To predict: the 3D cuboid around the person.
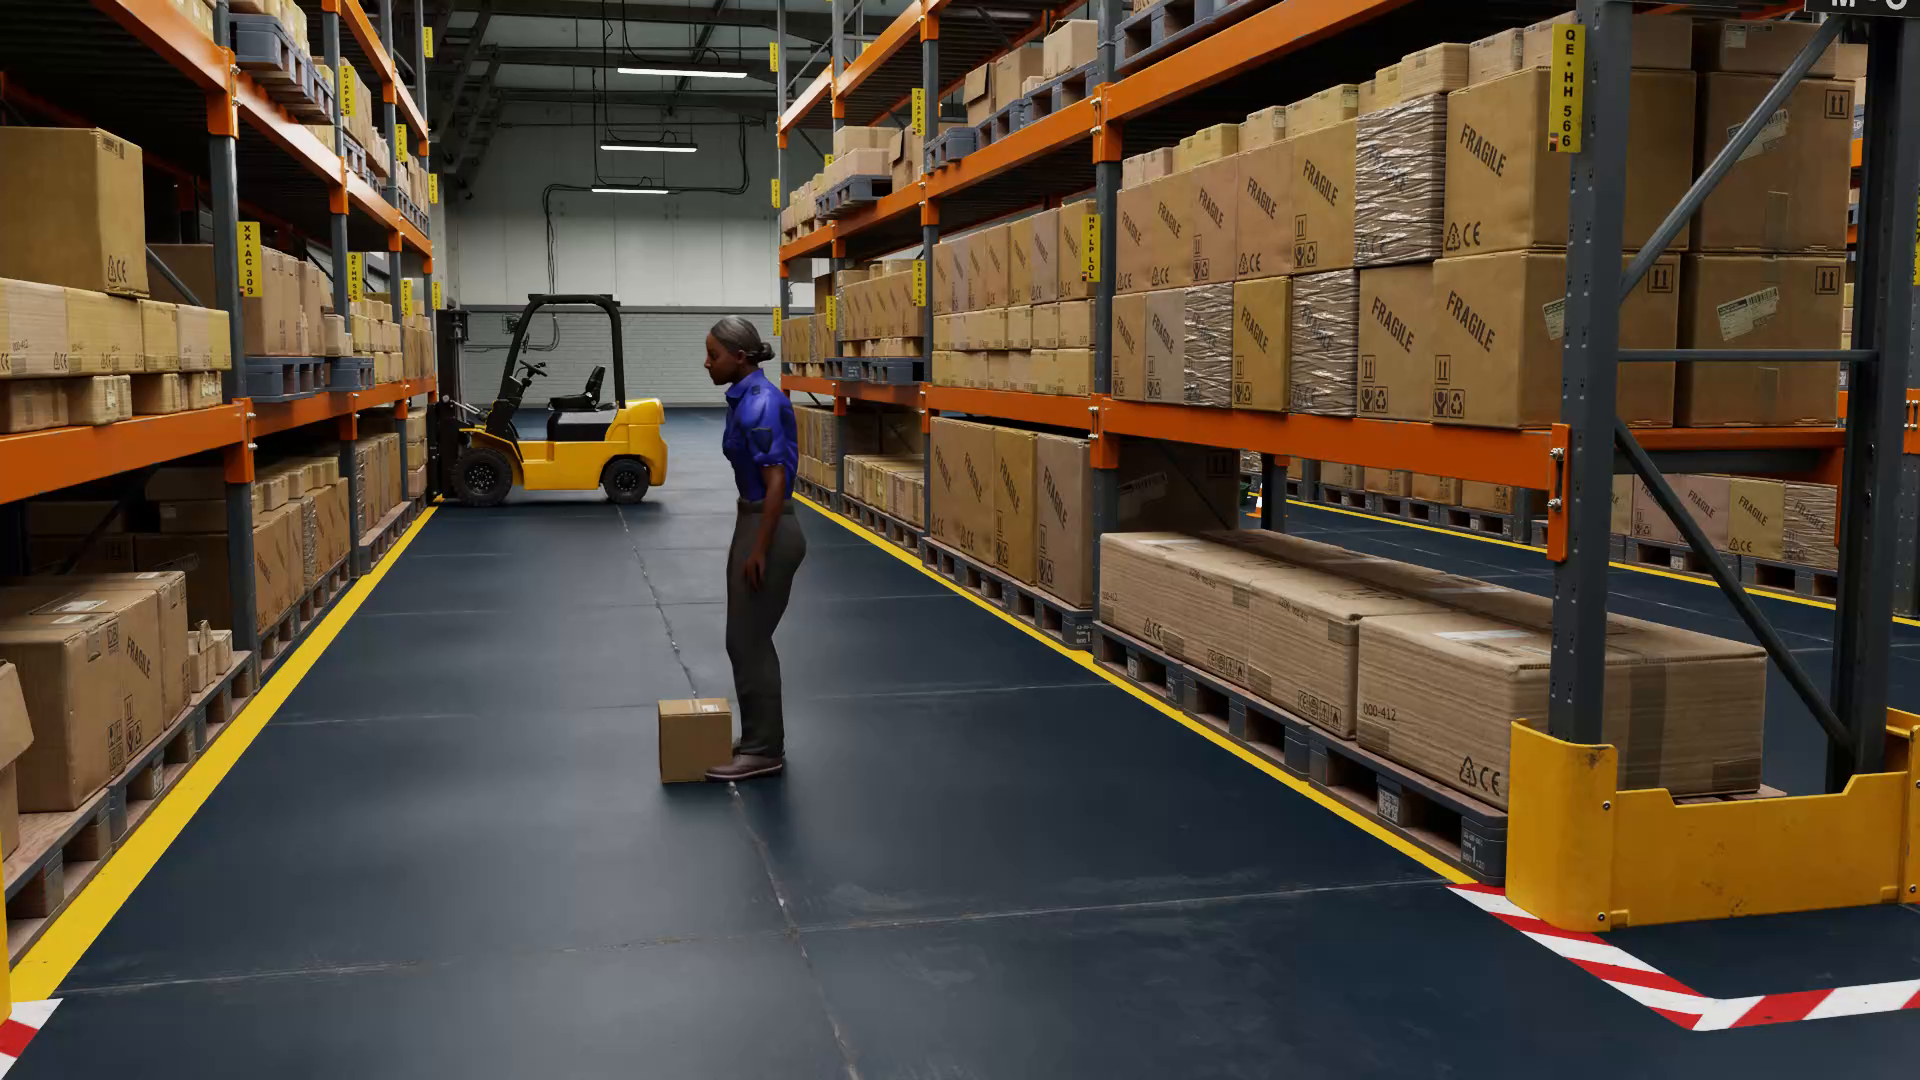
[{"bbox_3d":[-0.762,0.020,6.019,0.392,1.654,0.513,-2,6,-14],"label":"person"}]
